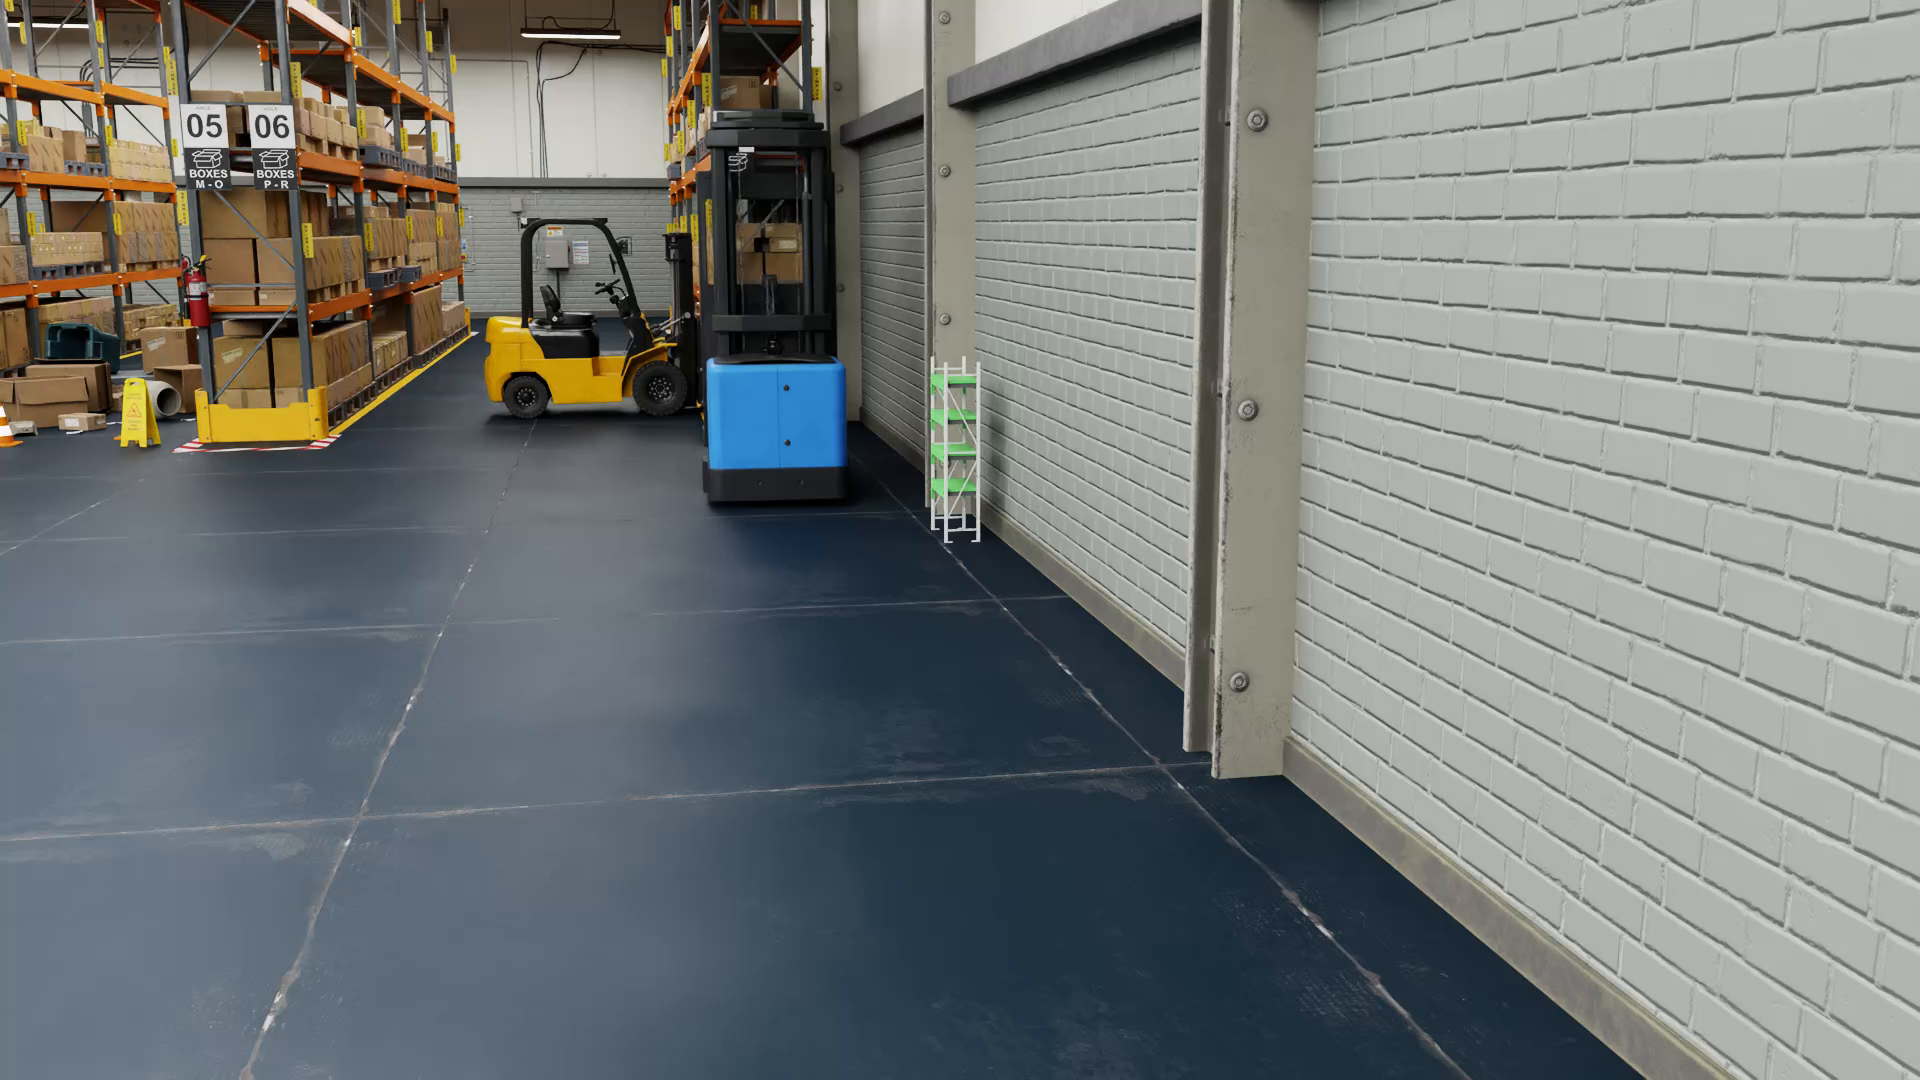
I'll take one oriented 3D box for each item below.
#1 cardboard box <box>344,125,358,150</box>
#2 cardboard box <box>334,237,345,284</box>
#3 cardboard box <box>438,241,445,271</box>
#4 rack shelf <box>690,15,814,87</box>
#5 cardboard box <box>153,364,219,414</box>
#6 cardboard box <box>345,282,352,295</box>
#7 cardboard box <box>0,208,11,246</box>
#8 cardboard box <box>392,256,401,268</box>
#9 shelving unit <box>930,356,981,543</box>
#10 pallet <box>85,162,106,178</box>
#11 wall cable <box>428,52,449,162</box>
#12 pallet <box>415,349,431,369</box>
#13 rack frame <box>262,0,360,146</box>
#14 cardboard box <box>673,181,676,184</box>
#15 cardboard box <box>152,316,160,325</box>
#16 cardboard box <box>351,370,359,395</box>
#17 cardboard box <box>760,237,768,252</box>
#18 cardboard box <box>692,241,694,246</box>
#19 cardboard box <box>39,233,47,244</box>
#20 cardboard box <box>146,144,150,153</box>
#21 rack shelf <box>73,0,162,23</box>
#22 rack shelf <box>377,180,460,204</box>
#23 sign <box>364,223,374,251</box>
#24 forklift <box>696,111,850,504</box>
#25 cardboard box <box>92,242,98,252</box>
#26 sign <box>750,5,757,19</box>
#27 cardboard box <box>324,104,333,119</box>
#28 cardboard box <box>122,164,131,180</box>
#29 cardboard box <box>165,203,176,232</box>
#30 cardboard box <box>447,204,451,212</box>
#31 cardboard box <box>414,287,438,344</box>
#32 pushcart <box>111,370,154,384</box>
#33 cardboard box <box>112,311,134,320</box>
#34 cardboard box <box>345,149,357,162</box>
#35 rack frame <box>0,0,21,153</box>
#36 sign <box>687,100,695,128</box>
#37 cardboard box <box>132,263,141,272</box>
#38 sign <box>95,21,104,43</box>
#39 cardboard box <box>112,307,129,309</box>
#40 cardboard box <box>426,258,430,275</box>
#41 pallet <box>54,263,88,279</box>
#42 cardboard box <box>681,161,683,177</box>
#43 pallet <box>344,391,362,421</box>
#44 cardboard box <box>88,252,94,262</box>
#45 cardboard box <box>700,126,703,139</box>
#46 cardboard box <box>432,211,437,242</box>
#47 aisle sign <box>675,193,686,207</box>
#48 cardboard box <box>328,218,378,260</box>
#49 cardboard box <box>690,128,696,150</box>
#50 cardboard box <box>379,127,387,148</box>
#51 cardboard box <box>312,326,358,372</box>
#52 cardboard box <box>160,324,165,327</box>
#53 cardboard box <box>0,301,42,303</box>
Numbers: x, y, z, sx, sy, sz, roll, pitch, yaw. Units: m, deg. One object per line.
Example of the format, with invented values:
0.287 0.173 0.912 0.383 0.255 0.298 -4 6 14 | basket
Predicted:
-7.284 -4.666 19.272 0.500 0.250 0.500 -2 11 -12 | cardboard box
-6.988 -3.031 18.038 0.500 0.500 0.500 -2 11 -12 | cardboard box
-9.025 -4.803 28.144 0.500 0.500 0.500 -2 11 -9 | cardboard box
-2.378 -5.403 18.511 1.077 0.370 4.000 -2 11 -11 | rack shelf
-8.761 -1.719 18.883 0.500 0.500 0.500 6 12 28 | cardboard box
-7.072 -2.834 18.736 0.380 0.149 0.250 -2 11 -12 | cardboard box
-13.171 -4.184 22.216 0.700 0.500 0.500 -2 11 -11 | cardboard box
-7.794 -3.769 22.524 0.380 0.149 0.250 -2 11 -10 | cardboard box
-0.032 -0.620 11.244 0.258 1.200 0.503 -2 11 -11 | shelving unit
-14.011 -5.724 25.730 1.213 0.211 1.003 -2 11 -11 | pallet
-11.351 -9.372 36.372 0.463 3.000 0.029 -2 11 -11 | wall cable
-8.492 -2.703 24.831 1.003 0.211 1.213 -2 11 -11 | pallet
-7.635 -6.139 19.381 1.000 3.000 0.127 -2 11 -11 | rack frame
-5.011 -6.527 30.114 0.380 0.149 0.250 -2 11 -10 | cardboard box
-14.174 -3.822 28.960 0.380 0.149 0.250 -2 11 -8 | cardboard box
-7.048 -1.758 18.639 0.500 0.250 0.500 -2 11 -10 | cardboard box
-1.911 -3.121 17.572 0.380 0.149 0.250 -2 11 -11 | cardboard box
-3.456 -4.074 22.577 0.380 0.149 0.250 -2 11 -13 | cardboard box
-13.247 -4.288 23.660 0.380 0.149 0.250 -2 11 -11 | cardboard box
-14.301 -6.796 28.854 0.380 0.149 0.250 -2 11 -12 | cardboard box
-14.416 -9.053 27.731 1.077 0.370 4.000 -2 11 -11 | rack shelf
-9.580 -6.146 29.365 1.077 0.370 4.000 -2 11 -11 | rack shelf
-7.104 -3.638 19.972 0.100 0.325 0.005 -2 11 -11 | sign
-1.574 -1.943 13.568 1.130 2.935 3.031 -2 11 -9 | forklift
-13.703 -4.575 25.965 0.380 0.149 0.250 -2 11 -11 | cardboard box
-3.001 -7.611 24.195 0.100 0.325 0.005 -2 11 -11 | sign
-6.964 -4.602 17.871 0.380 0.149 0.250 -2 11 -10 | cardboard box
-13.964 -6.046 27.319 0.500 0.250 0.500 -2 11 -12 | cardboard box
-14.472 -5.805 29.938 0.500 0.500 0.500 -2 11 -12 | cardboard box
-9.488 -6.055 30.311 0.380 0.149 0.250 -2 11 -10 | cardboard box
-8.808 -3.545 26.359 0.875 0.875 0.875 -2 11 -9 | cardboard box
-9.862 -1.811 19.703 1.648 0.377 0.936 -6 13 -31 | pushcart
-13.983 -3.726 27.662 0.380 0.149 0.250 -2 11 -12 | cardboard box
-7.274 -4.495 19.439 0.380 0.149 0.250 -2 11 -11 | cardboard box
-13.249 -6.674 22.192 1.000 3.000 0.127 -2 11 -11 | rack frame
-3.297 -5.233 20.423 0.100 0.325 0.005 -2 11 -11 | sign
-14.019 -4.591 27.967 0.380 0.149 0.250 -2 11 -10 | cardboard box
-13.483 -7.965 26.056 0.100 0.325 0.005 -2 11 -11 | sign
-14.767 -3.993 29.062 0.380 0.149 0.250 -2 11 -9 | cardboard box
-8.679 -4.325 26.300 0.500 0.250 0.500 -2 11 -13 | cardboard box
-13.674 -3.994 24.671 1.003 0.211 1.213 -2 11 -11 | pallet
-4.079 -5.775 25.897 0.500 0.250 0.500 -2 11 -11 | cardboard box
-7.229 -1.476 18.384 1.003 0.211 1.213 -2 11 -11 | pallet
-13.657 -4.384 25.756 0.380 0.149 0.250 -2 11 -11 | cardboard box
-2.828 -4.744 19.357 0.380 0.149 0.250 -2 11 -9 | cardboard box
-8.858 -5.126 27.166 0.500 0.500 0.500 -2 11 -9 | cardboard box
-5.402 -6.852 32.224 0.394 0.787 0.004 -2 11 -11 | aisle sign
-7.445 -3.689 20.372 0.500 0.500 0.500 -2 11 -10 | cardboard box
-3.296 -5.323 21.964 0.500 0.311 0.500 -3 11 -13 | cardboard box
-7.455 -5.012 20.765 0.500 0.250 0.500 -2 11 -12 | cardboard box
-7.055 -2.130 18.590 0.500 0.500 0.500 -2 11 -8 | cardboard box
-14.209 -3.726 29.253 0.380 0.149 0.250 -3 11 -14 | cardboard box
-13.831 -3.375 24.464 0.500 0.250 0.500 -2 11 -10 | cardboard box
